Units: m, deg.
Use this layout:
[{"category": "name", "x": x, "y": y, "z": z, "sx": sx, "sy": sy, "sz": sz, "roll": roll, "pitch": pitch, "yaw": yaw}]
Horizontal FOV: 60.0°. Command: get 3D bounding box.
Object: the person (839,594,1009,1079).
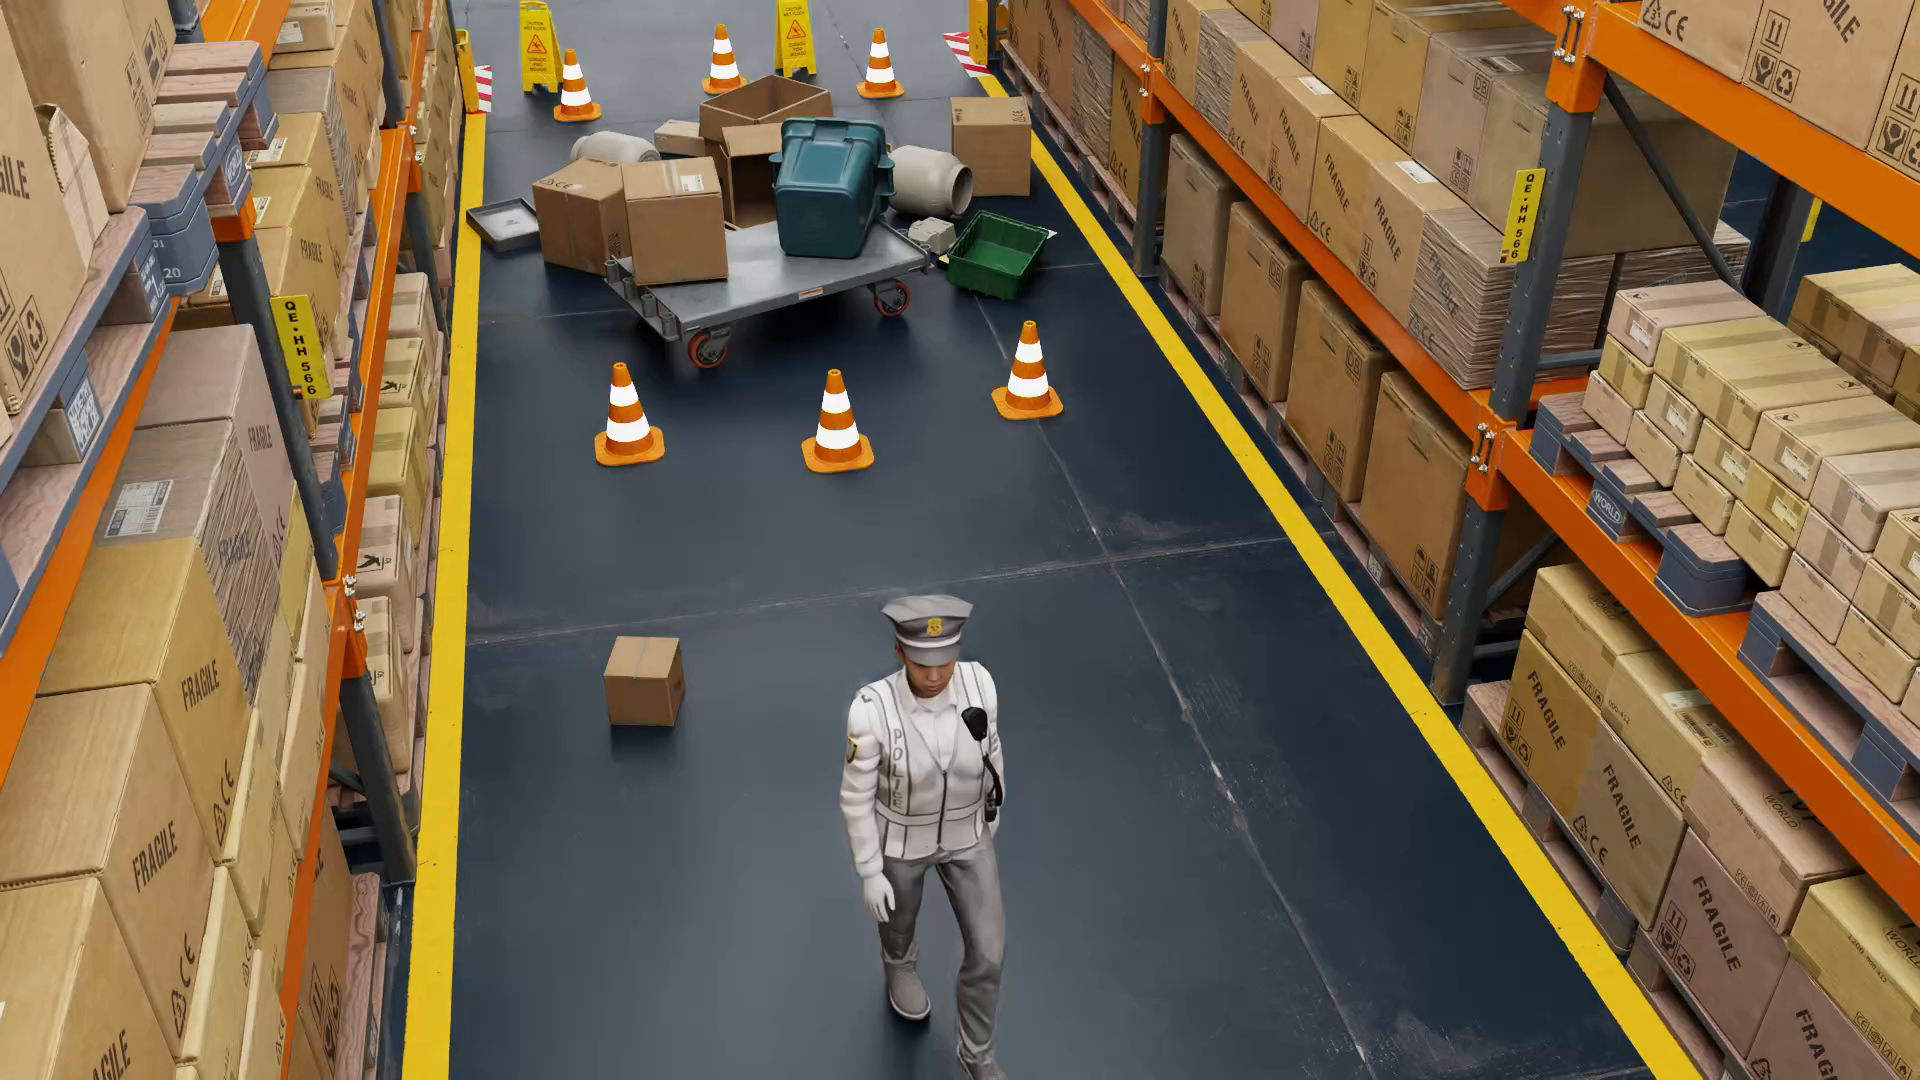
[{"category": "person", "x": -0.075, "y": 0.907, "z": 4.813, "sx": 0.522, "sy": 1.724, "sz": 0.696, "roll": -9, "pitch": 36, "yaw": -13}]
